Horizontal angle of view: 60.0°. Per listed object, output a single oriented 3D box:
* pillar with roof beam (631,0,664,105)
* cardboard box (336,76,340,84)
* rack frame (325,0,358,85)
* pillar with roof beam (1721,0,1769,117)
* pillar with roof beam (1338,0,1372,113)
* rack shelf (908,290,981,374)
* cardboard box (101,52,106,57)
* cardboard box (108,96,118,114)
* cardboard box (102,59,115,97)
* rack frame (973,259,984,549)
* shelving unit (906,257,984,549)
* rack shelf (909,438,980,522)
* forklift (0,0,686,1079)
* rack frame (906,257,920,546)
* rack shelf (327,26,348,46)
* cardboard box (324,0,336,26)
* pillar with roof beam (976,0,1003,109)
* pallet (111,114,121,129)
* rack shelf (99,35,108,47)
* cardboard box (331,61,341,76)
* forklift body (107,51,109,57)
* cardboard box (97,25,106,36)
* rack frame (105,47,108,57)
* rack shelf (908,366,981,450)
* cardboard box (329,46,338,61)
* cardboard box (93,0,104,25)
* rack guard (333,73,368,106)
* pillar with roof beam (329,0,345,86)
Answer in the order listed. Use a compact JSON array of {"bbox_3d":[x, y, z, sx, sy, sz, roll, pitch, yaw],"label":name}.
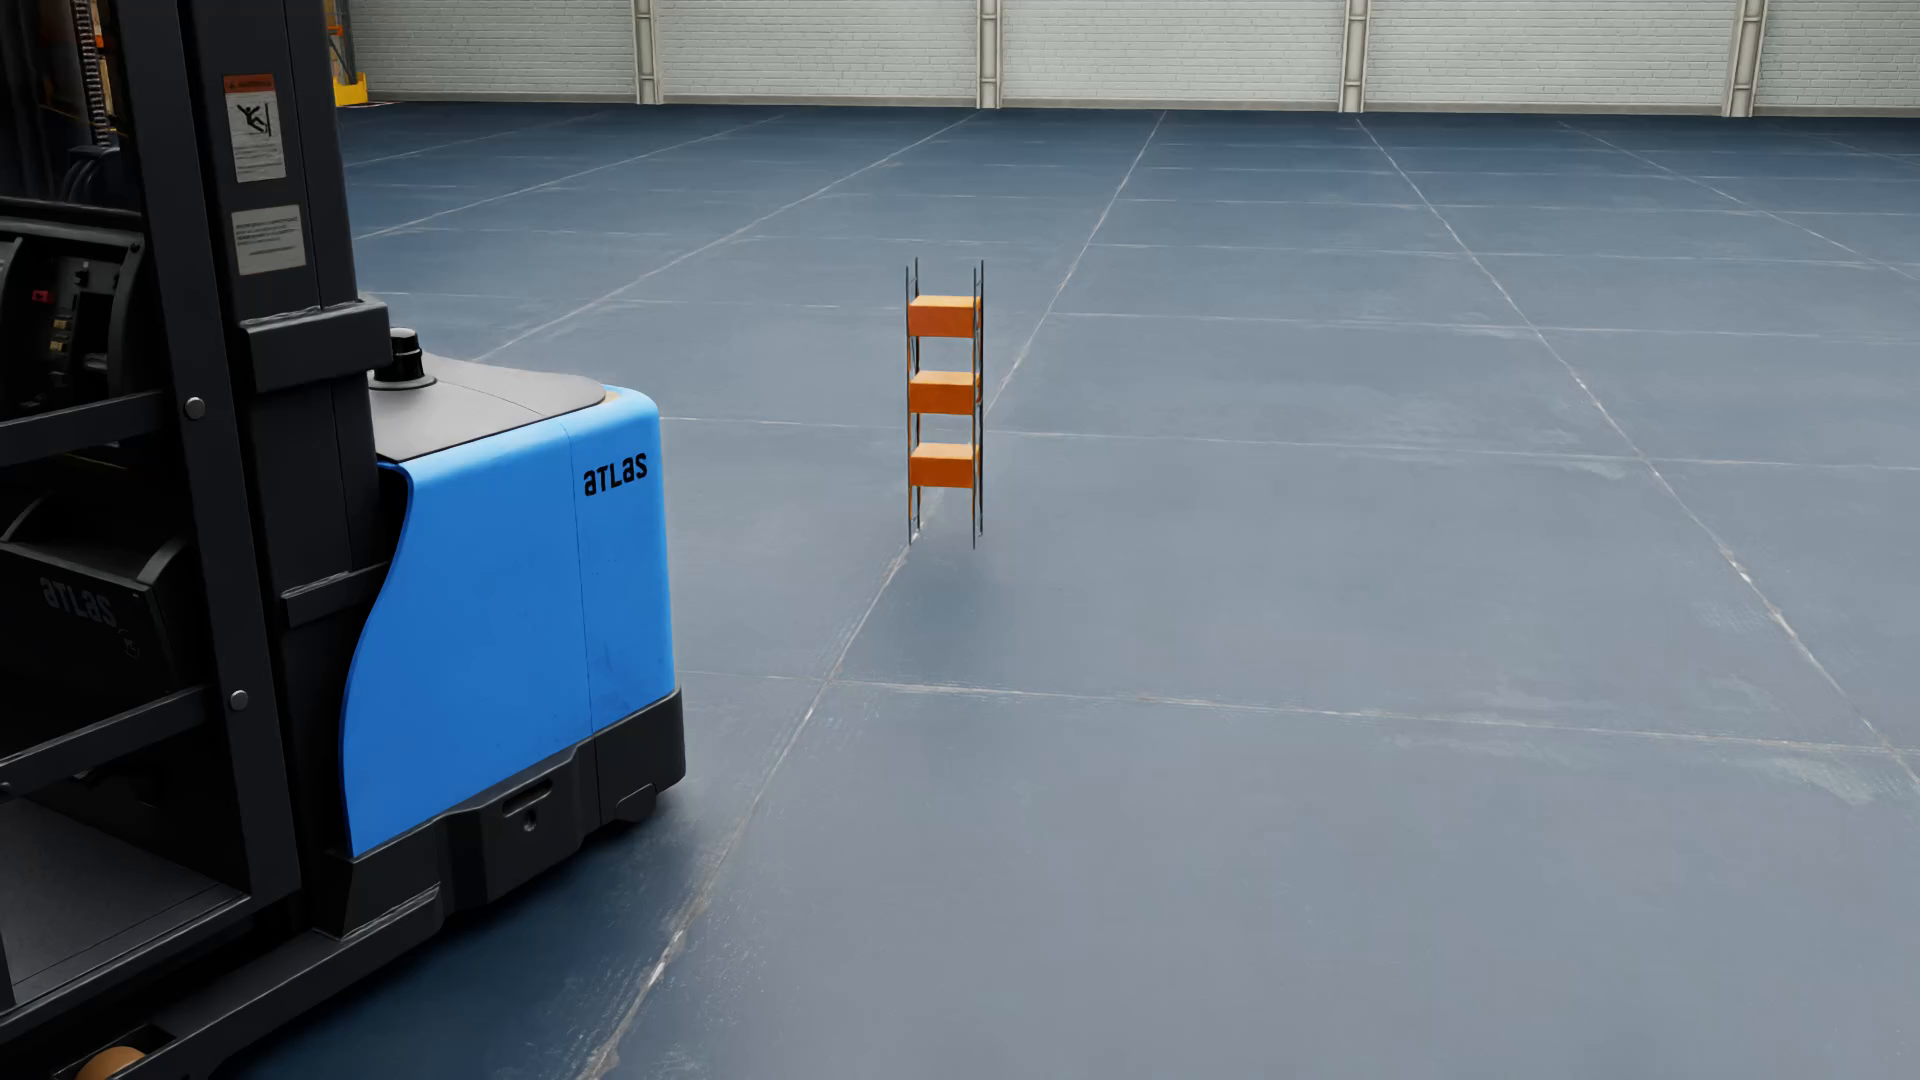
[{"bbox_3d":[-6.110,-10.565,23.697,0.400,9.000,9.100,3,19,9],"label":"pillar with roof beam"},{"bbox_3d":[-11.261,-8.034,29.260,0.500,0.250,0.500,3,19,9],"label":"cardboard box"},{"bbox_3d":[-10.807,-9.053,28.633,0.127,3.000,1.000,3,19,9],"label":"rack frame"},{"bbox_3d":[11.662,-9.659,20.989,0.400,9.000,9.100,3,19,9],"label":"pillar with roof beam"},{"bbox_3d":[5.738,-9.961,21.892,0.400,9.000,9.100,3,19,9],"label":"pillar with roof beam"},{"bbox_3d":[-0.053,-0.760,6.058,0.240,0.259,0.215,3,19,9],"label":"rack shelf"},{"bbox_3d":[-15.273,-8.350,29.613,0.625,0.625,0.875,4,19,11],"label":"cardboard box"},{"bbox_3d":[-12.455,-6.351,24.228,0.500,0.250,0.500,3,19,8],"label":"cardboard box"},{"bbox_3d":[-12.423,-6.708,24.112,0.500,0.500,0.500,3,19,9],"label":"cardboard box"},{"bbox_3d":[0.068,-0.494,6.126,0.008,1.050,0.200,3,19,9],"label":"rack frame"},{"bbox_3d":[-0.053,-0.501,6.145,0.252,1.050,0.215,3,19,9],"label":"shelving unit"},{"bbox_3d":[-0.053,-0.227,6.236,0.240,0.259,0.215,3,19,9],"label":"rack shelf"},{"bbox_3d":[-1.908,-0.410,2.909,1.130,2.935,3.031,11,21,30],"label":"forklift"},{"bbox_3d":[-0.173,-0.507,6.163,0.008,1.050,0.200,3,19,9],"label":"rack frame"},{"bbox_3d":[-12.781,-8.813,29.048,4.000,0.370,1.077,3,19,9],"label":"rack shelf"},{"bbox_3d":[-11.252,-9.213,28.952,0.500,0.500,0.500,4,19,10],"label":"cardboard box"},{"bbox_3d":[-0.186,-10.263,22.794,0.400,9.000,9.100,3,19,9],"label":"pillar with roof beam"},{"bbox_3d":[-12.462,-6.231,24.594,1.213,0.211,1.003,3,19,9],"label":"pallet"},{"bbox_3d":[-13.565,-7.258,24.400,4.000,0.370,1.077,3,19,9],"label":"rack shelf"},{"bbox_3d":[-11.238,-8.274,29.189,0.500,0.250,0.500,3,19,10],"label":"cardboard box"},{"bbox_3d":[-12.968,-8.175,27.345,1.214,2.155,2.313,3,19,9],"label":"forklift body"},{"bbox_3d":[-12.261,-7.309,23.815,0.250,0.149,0.380,3,19,8],"label":"cardboard box"},{"bbox_3d":[-14.756,-9.255,29.235,0.127,3.000,1.000,3,19,9],"label":"rack frame"},{"bbox_3d":[-0.053,-0.491,6.148,0.240,0.259,0.215,3,19,9],"label":"rack shelf"},{"bbox_3d":[-11.251,-8.506,29.094,0.500,0.250,0.500,3,19,8],"label":"cardboard box"},{"bbox_3d":[-12.170,-7.628,23.746,0.500,0.500,0.500,3,19,8],"label":"cardboard box"},{"bbox_3d":[-10.783,-7.867,29.026,0.348,0.500,1.175,3,19,9],"label":"rack guard"},{"bbox_3d":[-12.034,-10.867,24.599,0.400,9.000,9.100,3,19,9],"label":"pillar with roof beam"}]
